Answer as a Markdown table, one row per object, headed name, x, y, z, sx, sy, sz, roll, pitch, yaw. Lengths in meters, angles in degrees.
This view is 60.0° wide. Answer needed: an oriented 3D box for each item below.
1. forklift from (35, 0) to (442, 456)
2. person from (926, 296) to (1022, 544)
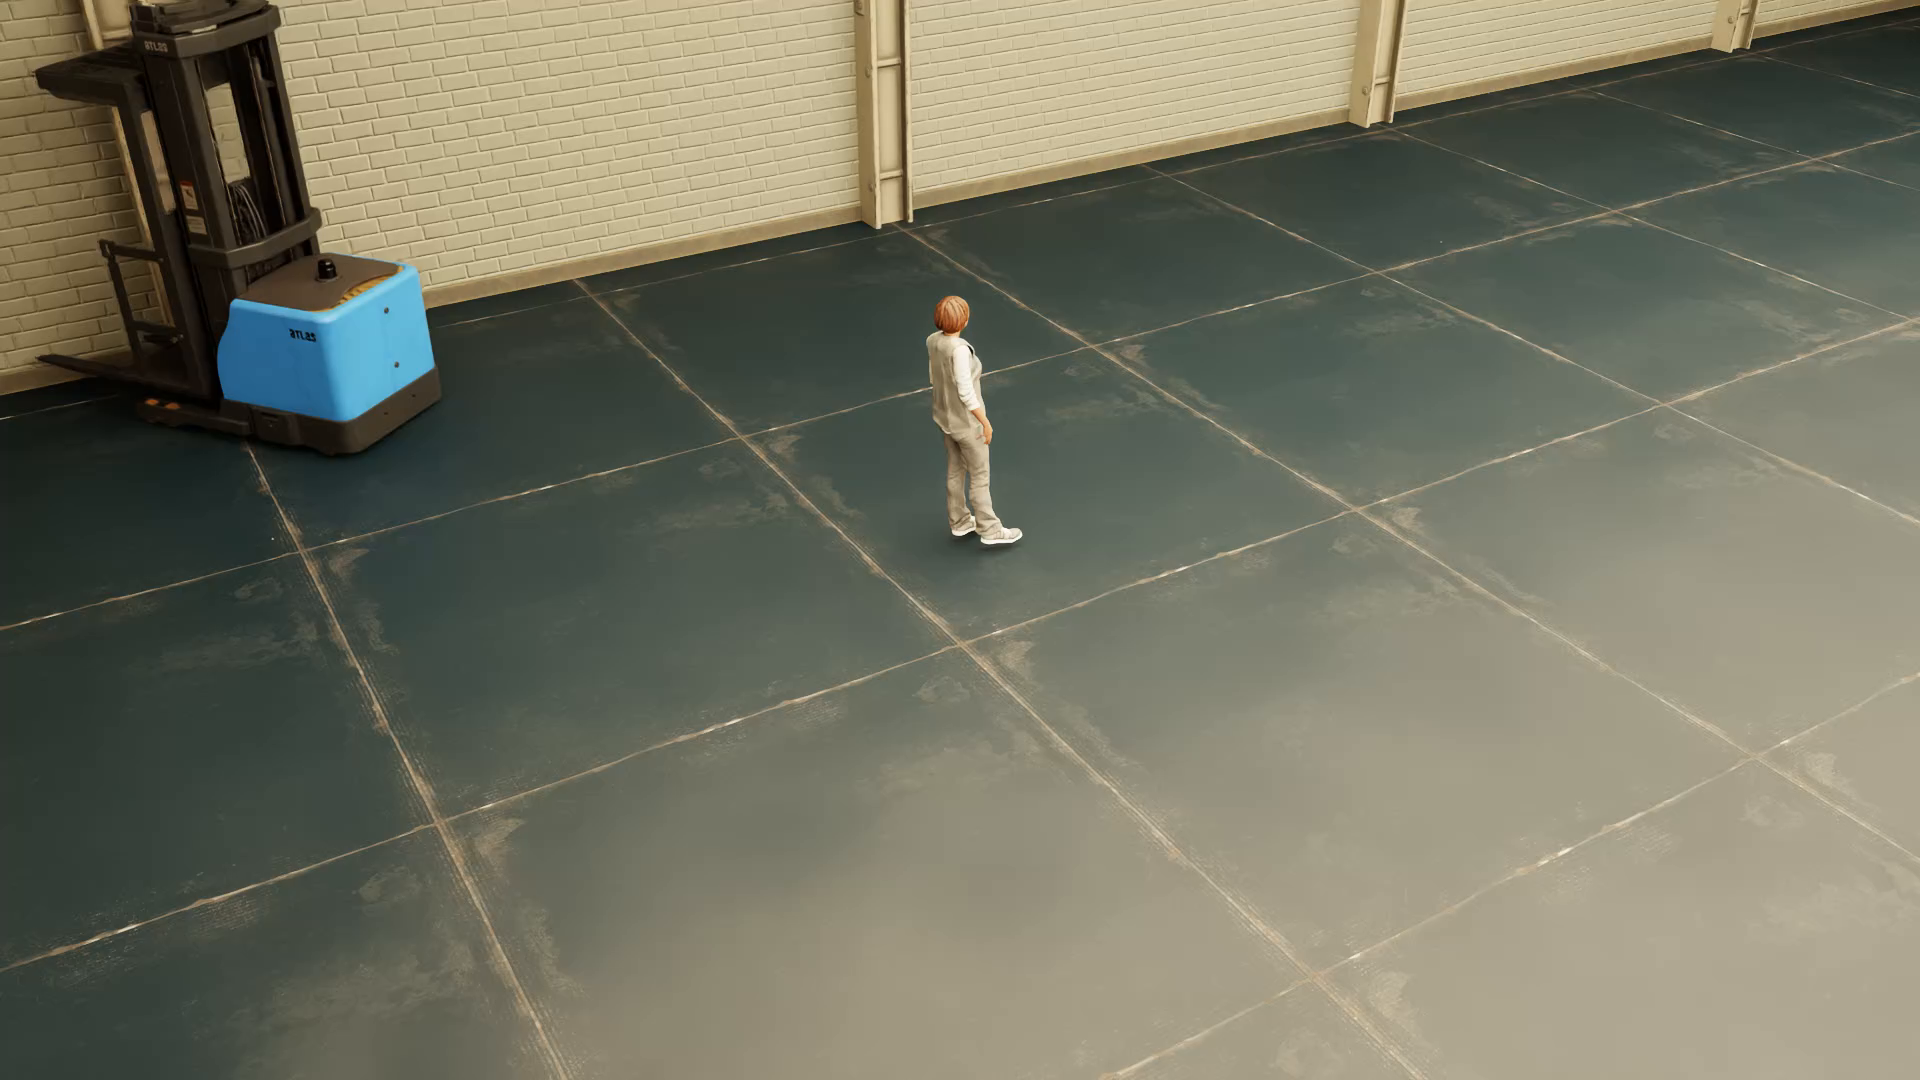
| name | x | y | z | sx | sy | sz | roll | pitch | yaw |
| --- | --- | --- | --- | --- | --- | --- | --- | --- | --- |
| forklift | -5.340 | -2.302 | 11.491 | 3.031 | 2.935 | 1.130 | 11 | 33 | 18 |
| person | 0.070 | -0.739 | 10.087 | 0.475 | 1.597 | 0.520 | -17 | 35 | -26 |
